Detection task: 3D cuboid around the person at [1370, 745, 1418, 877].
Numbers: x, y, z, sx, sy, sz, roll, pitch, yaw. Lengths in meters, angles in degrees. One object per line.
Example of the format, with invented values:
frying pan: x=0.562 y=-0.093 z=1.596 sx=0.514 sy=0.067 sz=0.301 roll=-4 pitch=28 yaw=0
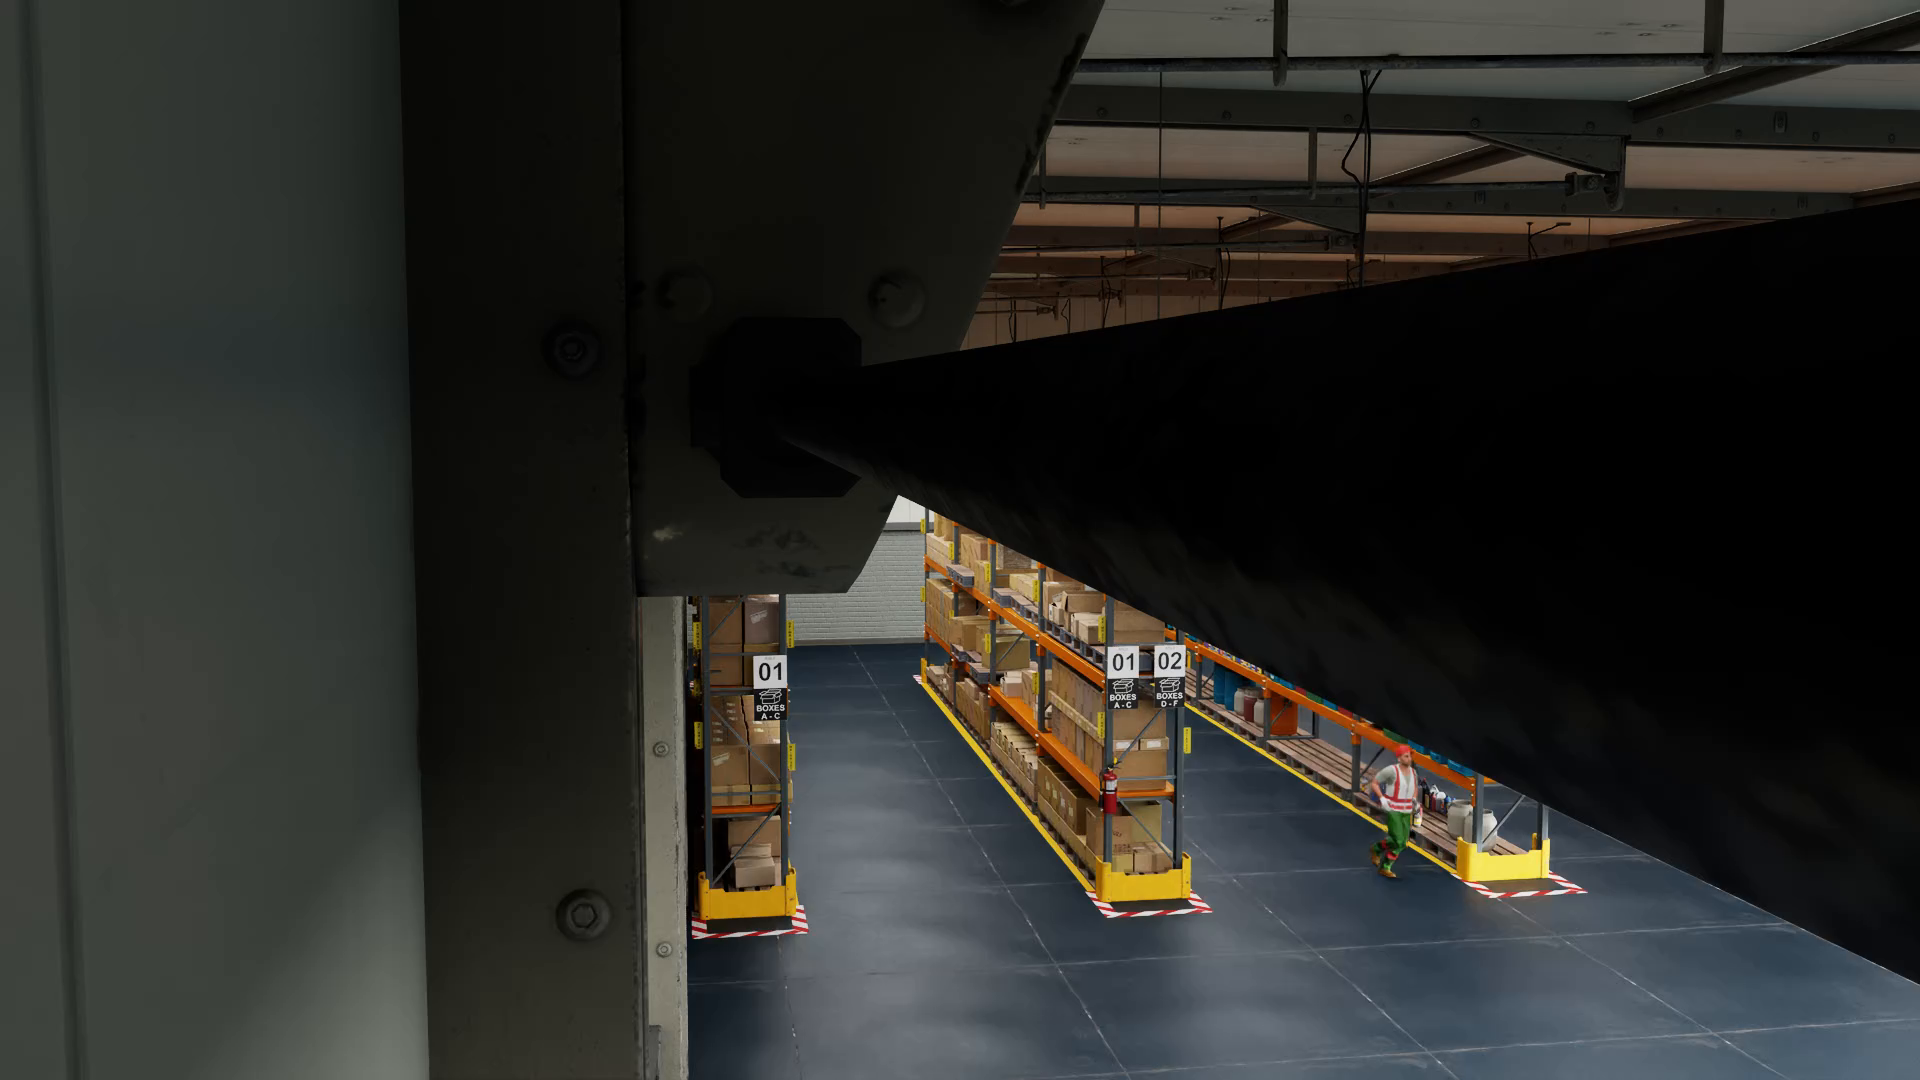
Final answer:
person: x=5.733 y=3.550 z=21.886 sx=0.655 sy=1.744 sz=0.469 roll=-2 pitch=6 yaw=-26
